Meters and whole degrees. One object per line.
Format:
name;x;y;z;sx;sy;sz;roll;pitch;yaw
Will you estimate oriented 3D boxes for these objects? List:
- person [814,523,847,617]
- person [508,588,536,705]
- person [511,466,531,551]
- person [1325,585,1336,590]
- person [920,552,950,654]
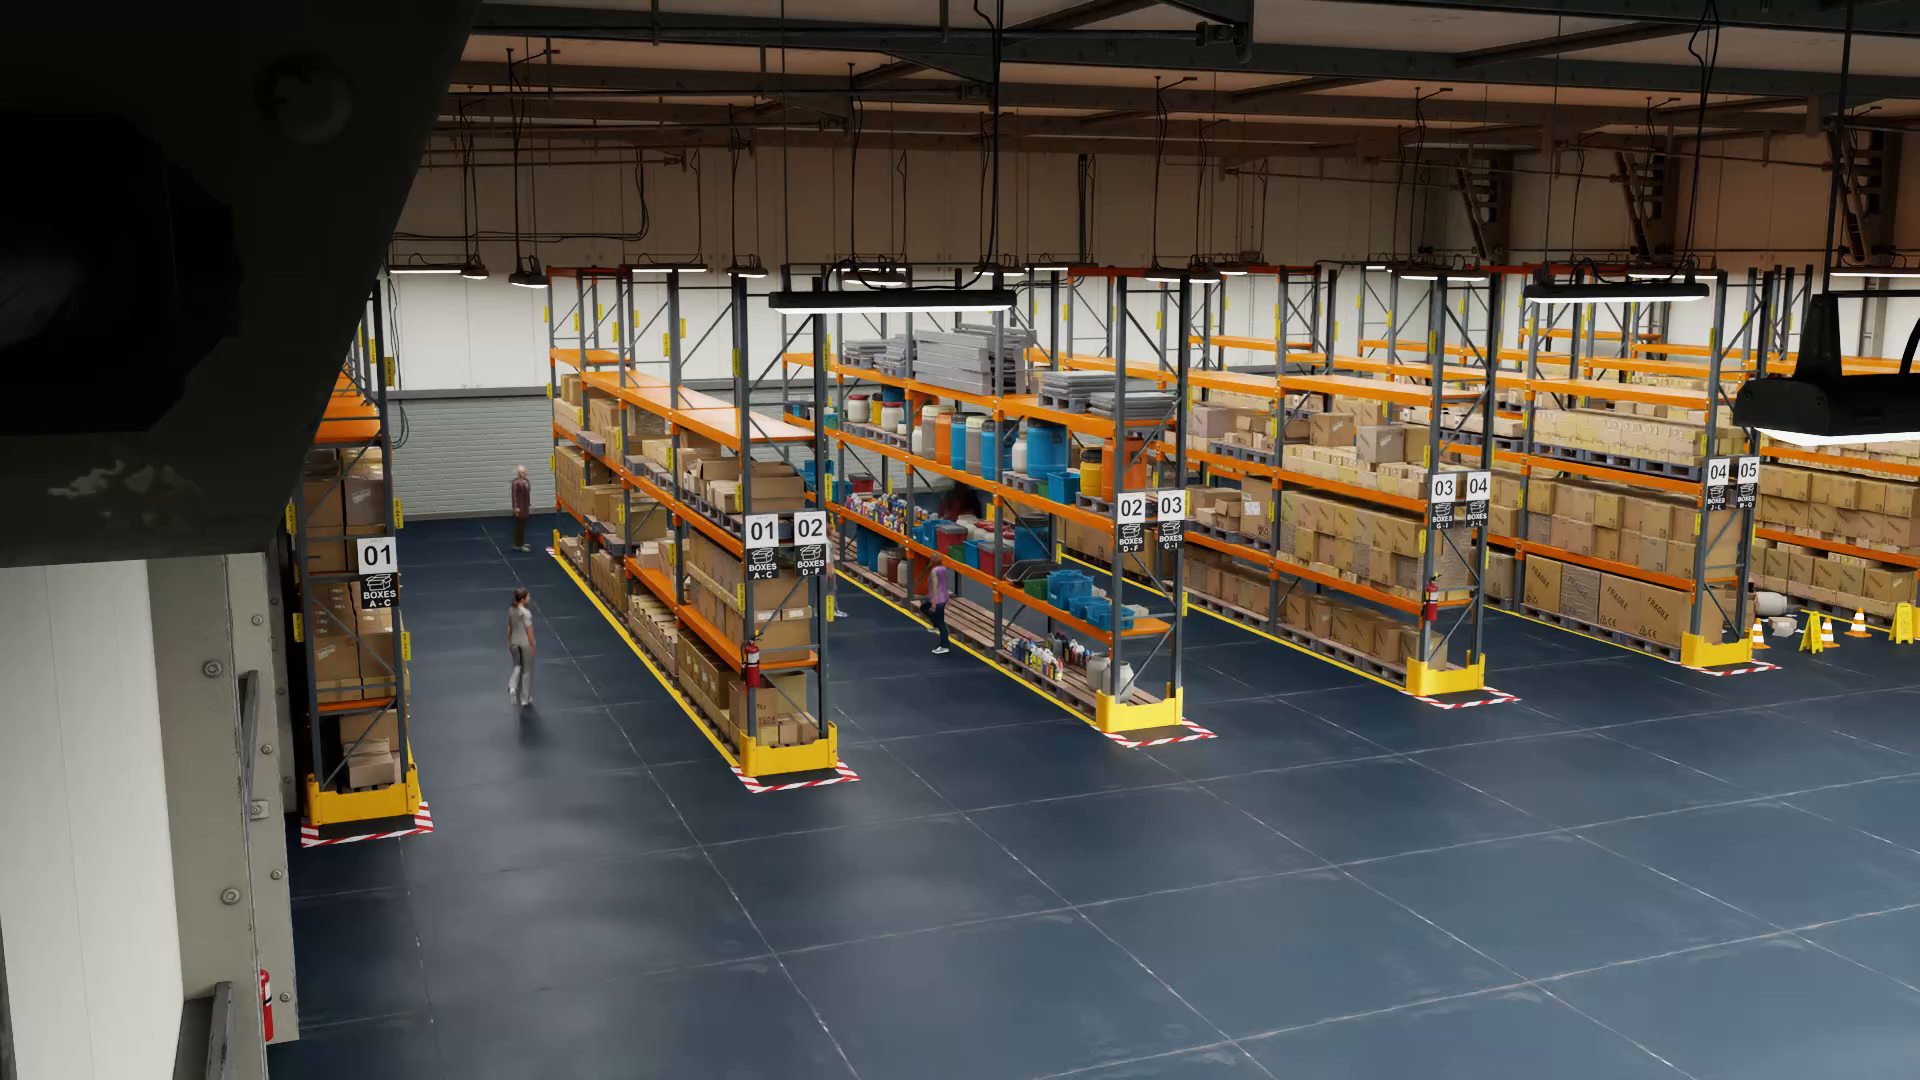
person;-2.172;0.512;27.472;0.535;1.600;0.440;1;10;7
person;-6.139;1.488;23.224;0.437;1.667;0.484;2;10;14
person;-9.356;-0.671;35.434;0.403;1.806;0.652;0;10;-2
person;7.052;0.130;31.305;0.465;1.712;0.390;8;13;38
person;-0.414;0.989;26.351;0.577;1.610;0.455;4;11;21
